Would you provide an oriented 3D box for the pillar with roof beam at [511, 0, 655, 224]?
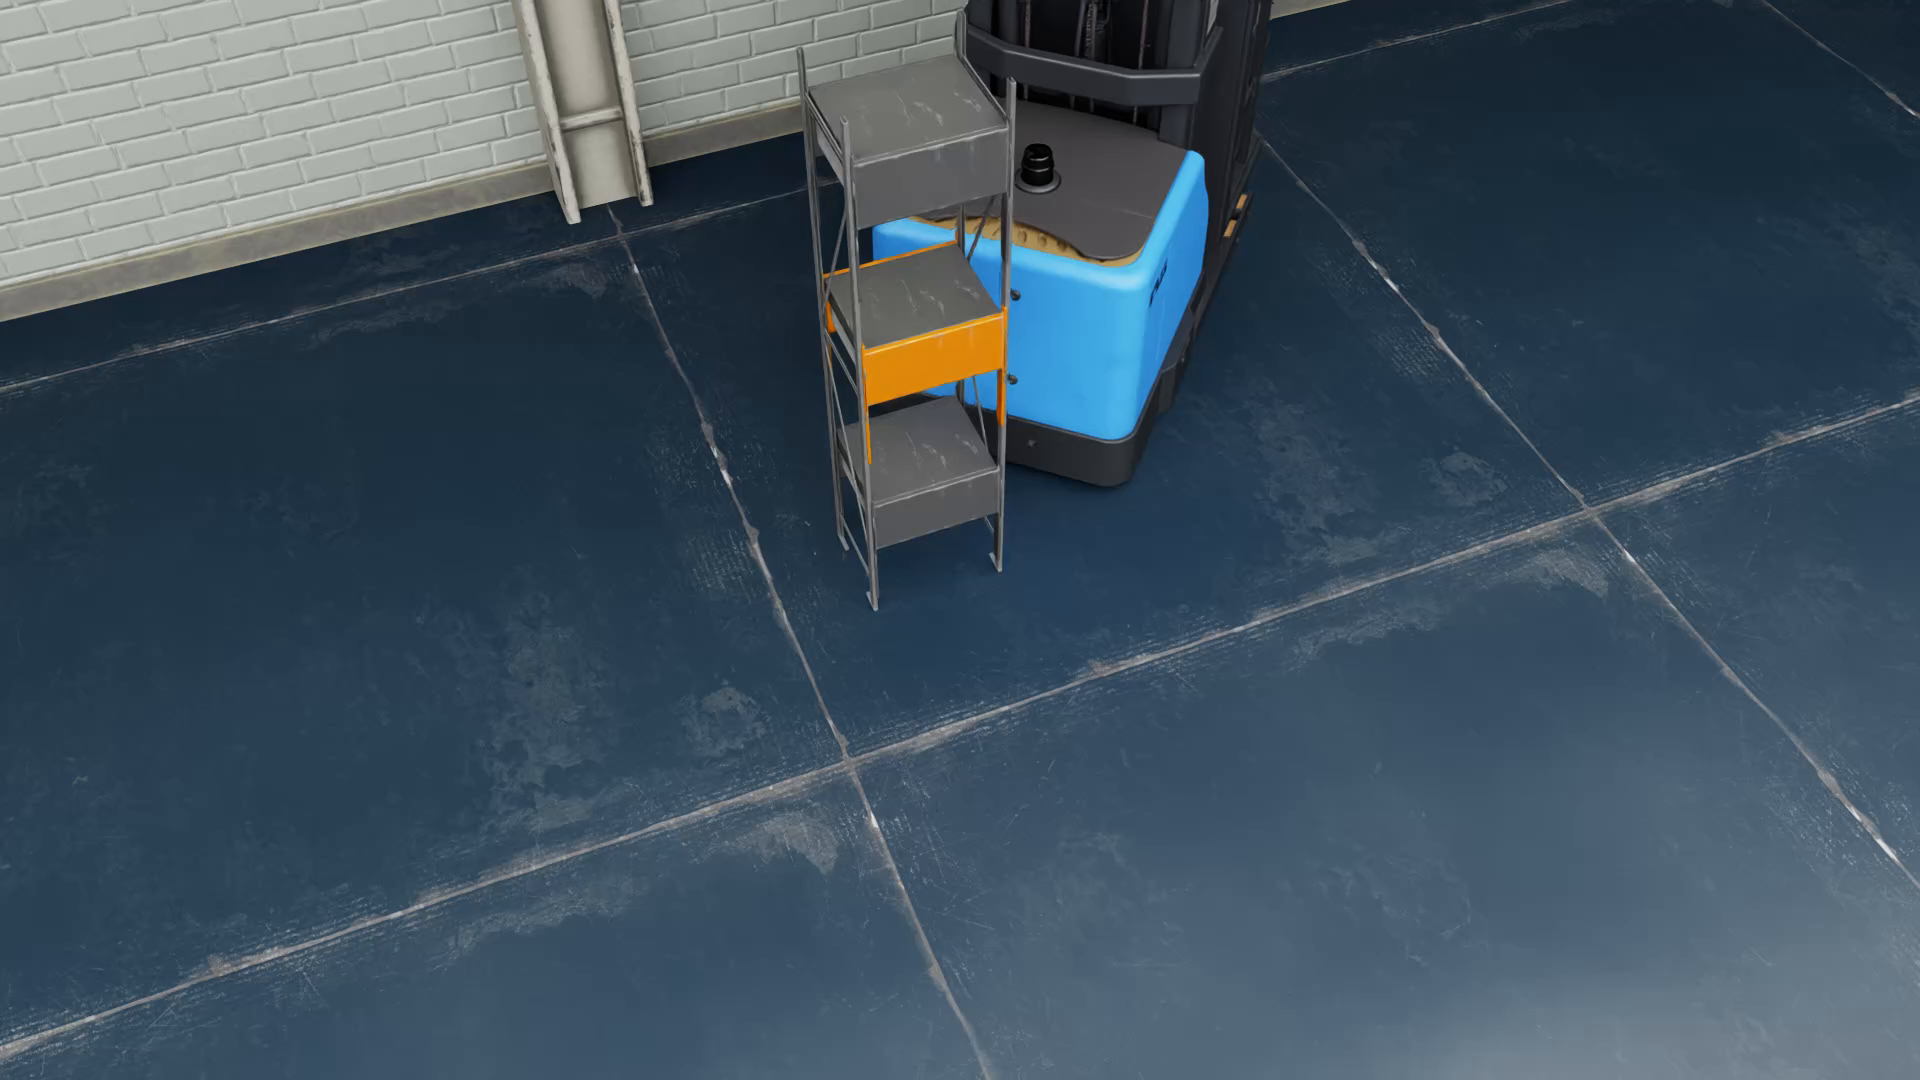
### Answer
[{"bbox_3d":[-0.003,-1.489,1.597,0.400,9.000,9.100,-17,52,-14],"label":"pillar with roof beam"}]

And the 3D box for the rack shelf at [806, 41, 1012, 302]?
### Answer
[{"bbox_3d":[-0.153,-1.084,4.892,0.480,0.518,0.431,-17,52,-14],"label":"rack shelf"}]

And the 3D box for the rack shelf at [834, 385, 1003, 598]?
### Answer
[{"bbox_3d":[-0.153,-0.172,5.954,0.480,0.518,0.431,-17,52,-14],"label":"rack shelf"}]

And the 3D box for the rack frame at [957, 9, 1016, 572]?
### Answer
[{"bbox_3d":[0.073,-0.707,5.473,0.015,2.100,0.400,-17,52,-14],"label":"rack frame"}]

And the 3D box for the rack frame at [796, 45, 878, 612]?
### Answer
[{"bbox_3d":[-0.379,-0.567,5.353,0.015,2.100,0.400,-17,52,-14],"label":"rack frame"}]

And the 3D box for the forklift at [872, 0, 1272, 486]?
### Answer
[{"bbox_3d":[0.663,-2.303,6.296,1.130,2.935,3.031,16,51,13],"label":"forklift"}]

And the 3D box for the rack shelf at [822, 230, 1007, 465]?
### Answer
[{"bbox_3d":[-0.153,-0.628,5.423,0.480,0.518,0.431,-17,52,-14],"label":"rack shelf"}]

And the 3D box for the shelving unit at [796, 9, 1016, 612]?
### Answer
[{"bbox_3d":[-0.153,-0.637,5.413,0.503,2.100,0.431,-17,52,-14],"label":"shelving unit"}]
